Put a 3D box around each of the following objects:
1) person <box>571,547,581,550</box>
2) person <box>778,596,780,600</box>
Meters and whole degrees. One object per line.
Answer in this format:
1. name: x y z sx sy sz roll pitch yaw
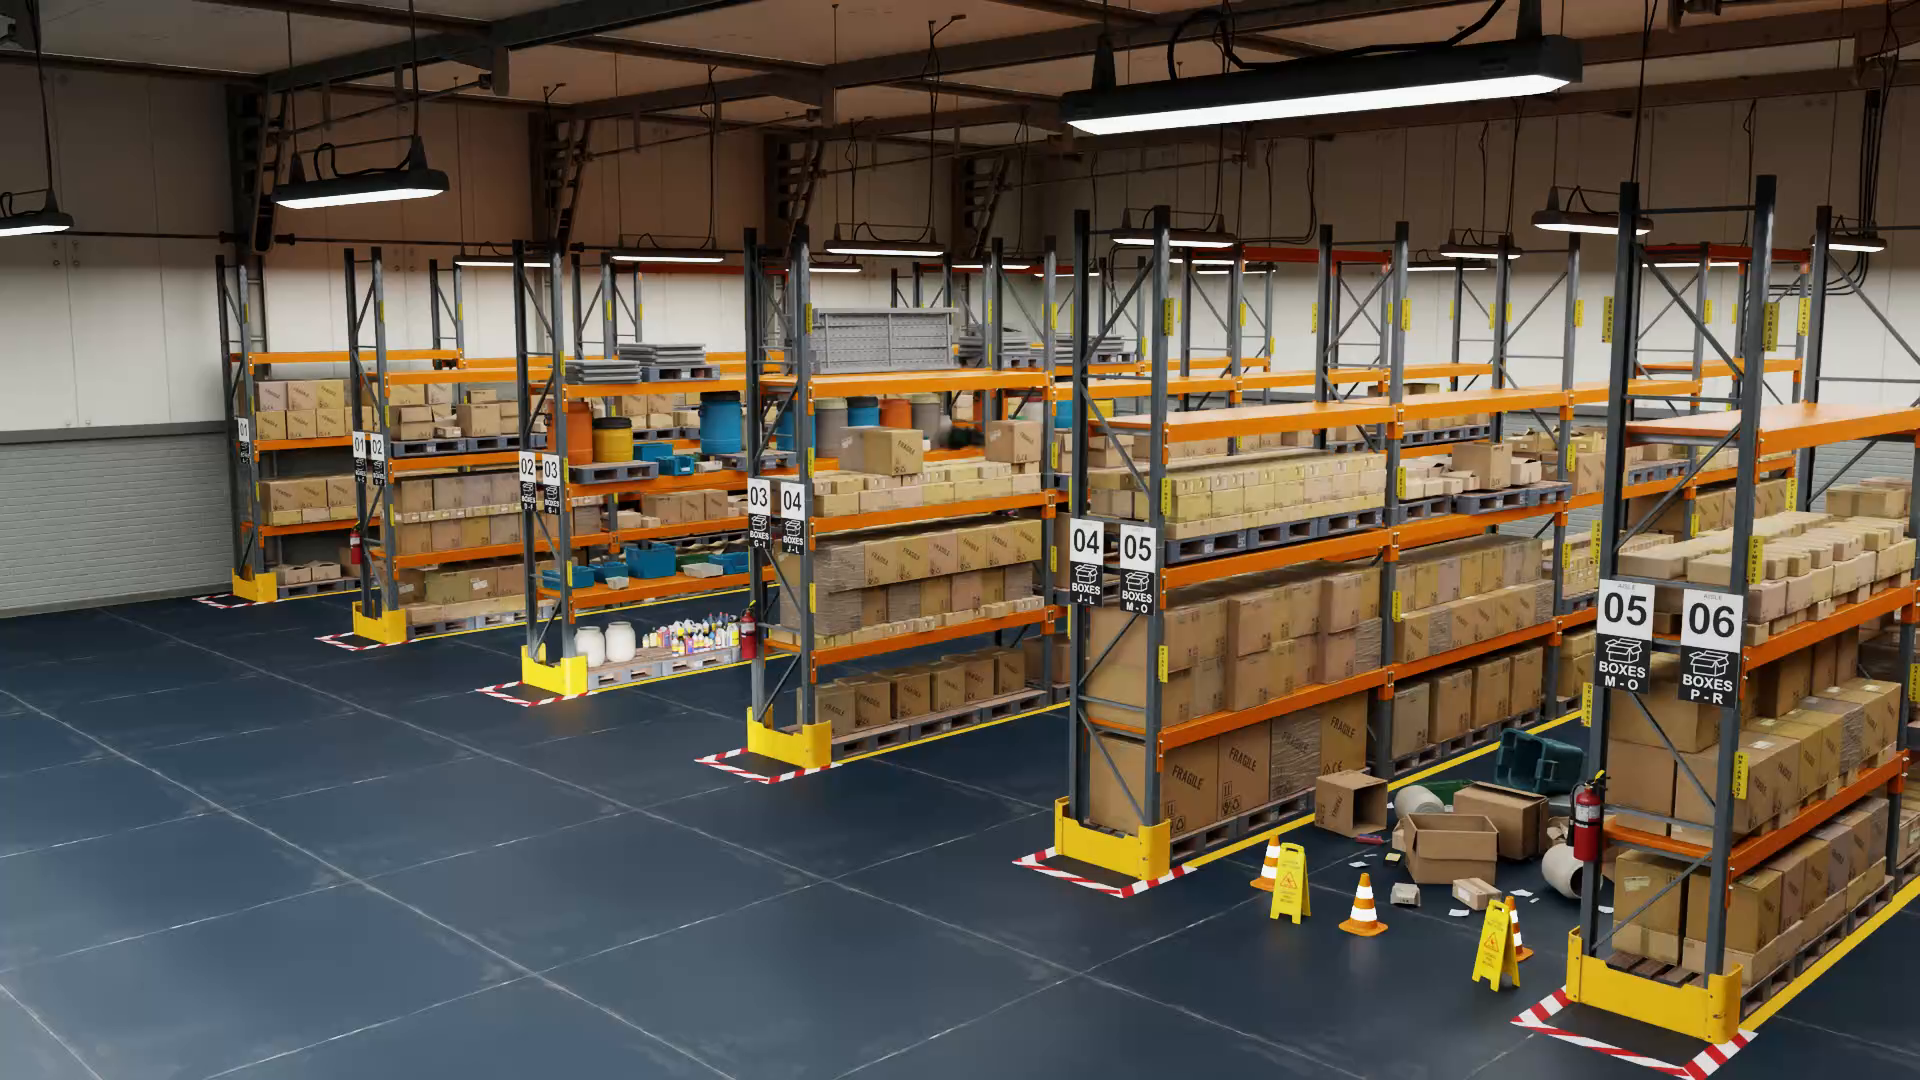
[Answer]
1. person: -7.189 -0.101 31.269 0.703 1.713 0.749 4 9 24
2. person: -2.537 0.167 27.062 0.890 1.803 0.698 0 8 -2
